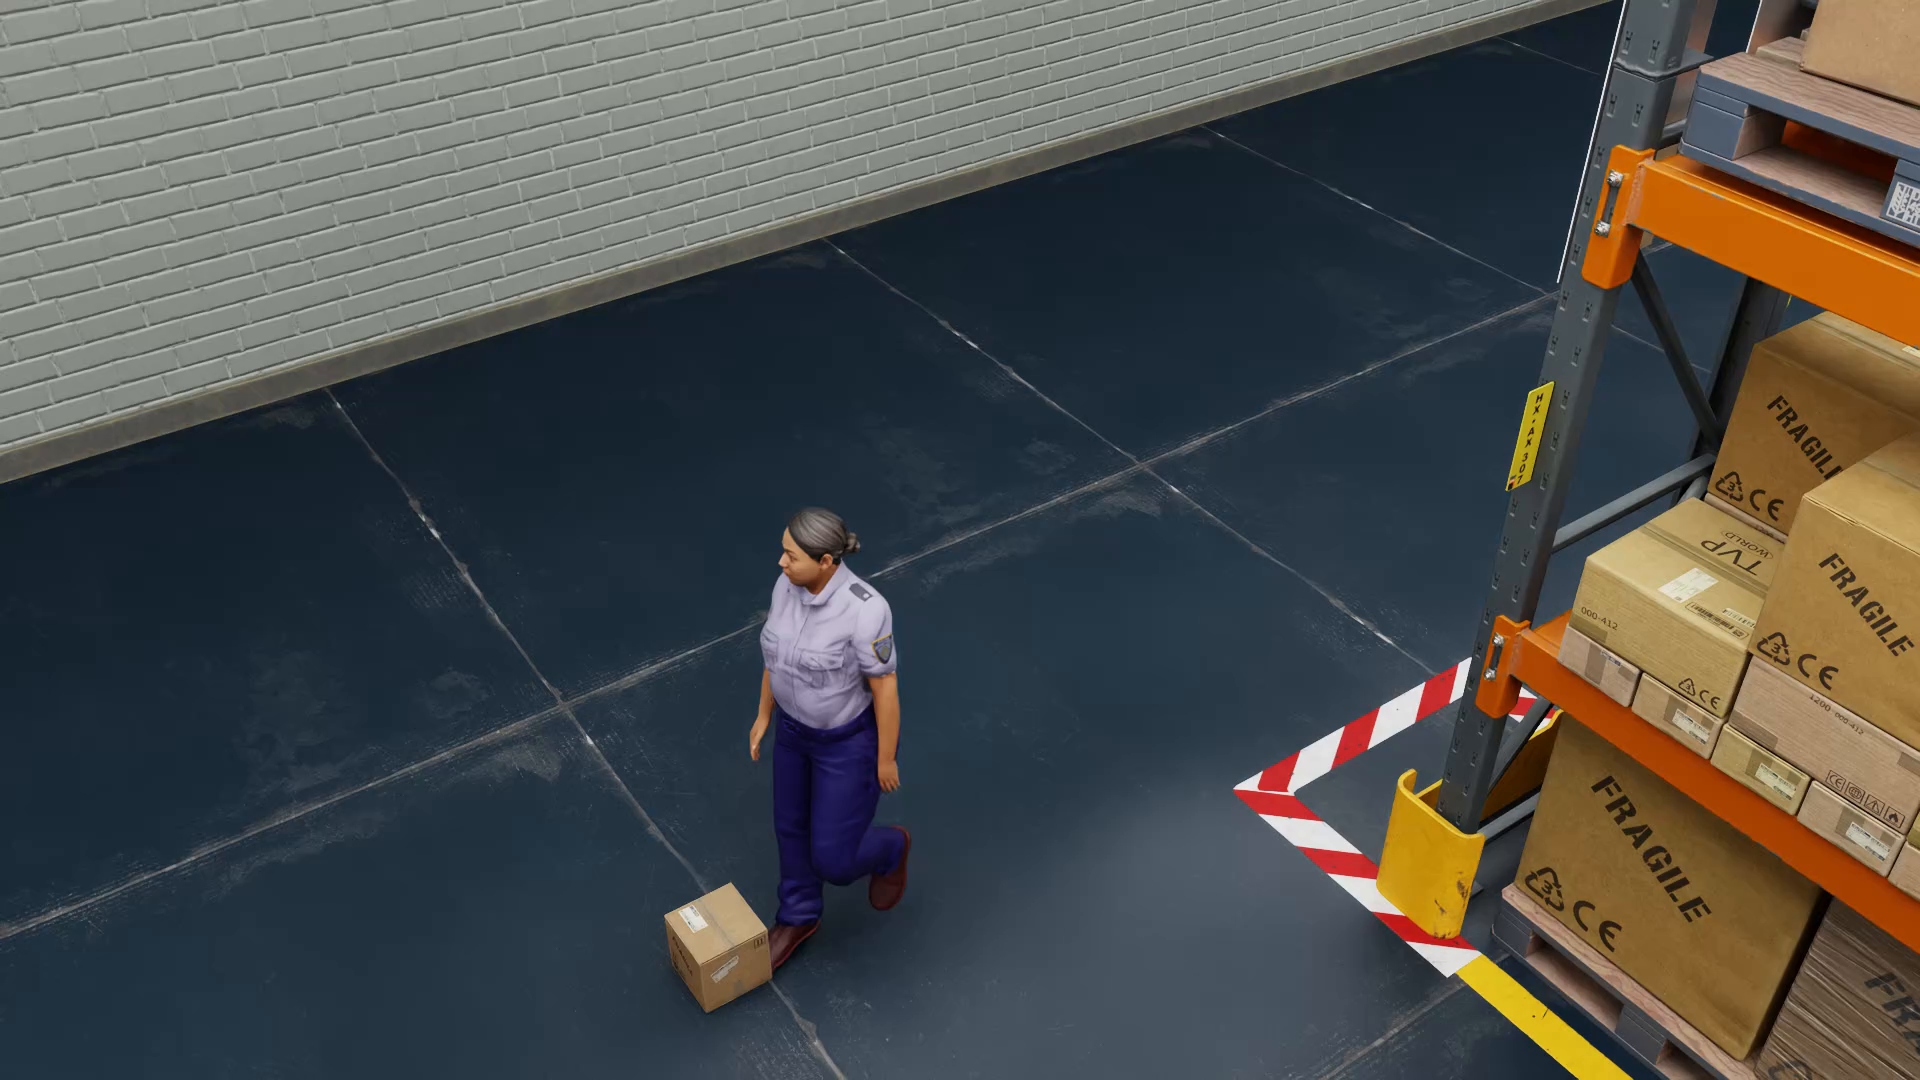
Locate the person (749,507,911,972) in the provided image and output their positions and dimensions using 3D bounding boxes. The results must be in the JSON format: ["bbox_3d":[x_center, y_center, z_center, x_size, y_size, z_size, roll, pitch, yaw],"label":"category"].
[{"bbox_3d":[-0.483,0.665,5.265,0.550,1.625,0.623,30,46,34],"label":"person"}]
